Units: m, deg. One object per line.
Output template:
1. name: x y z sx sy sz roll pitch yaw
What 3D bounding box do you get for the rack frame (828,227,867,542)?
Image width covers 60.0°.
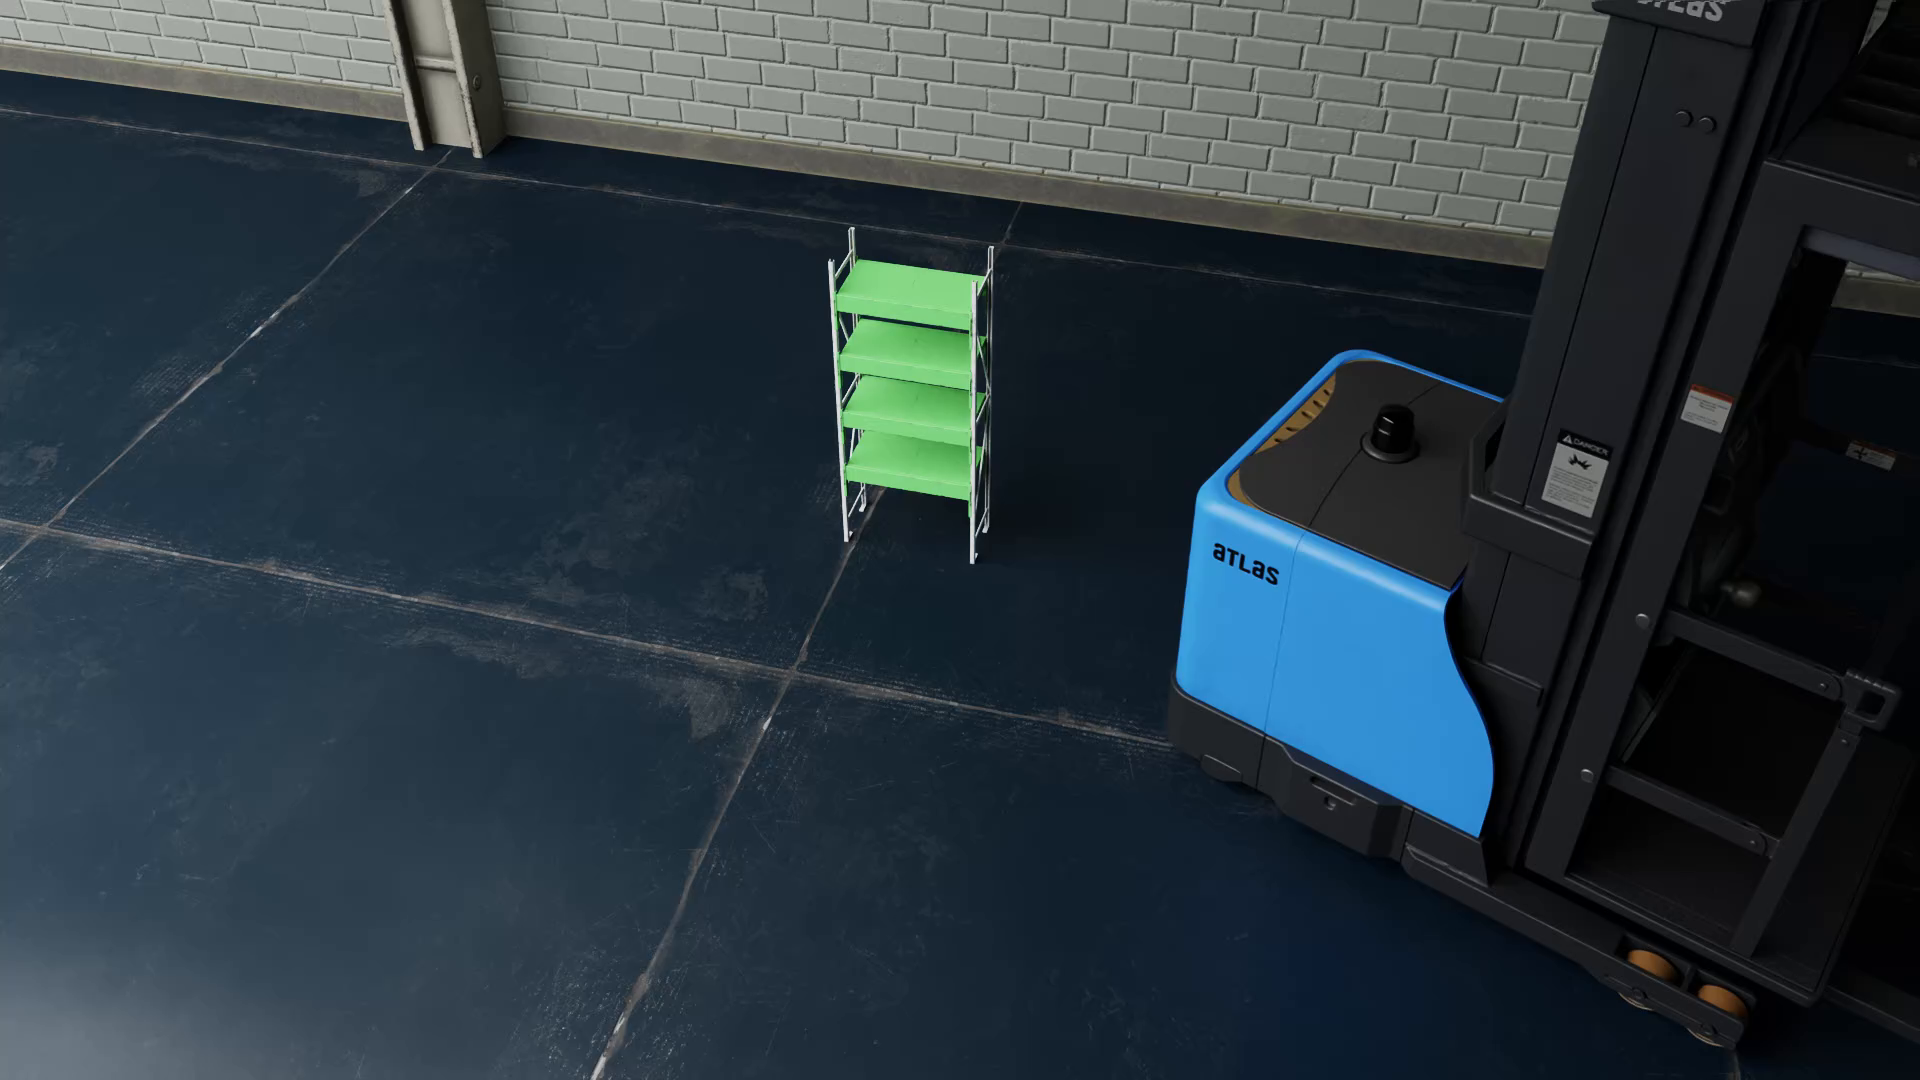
1. rack frame: -0.396 -0.528 5.945 0.015 1.200 0.240 10 41 11

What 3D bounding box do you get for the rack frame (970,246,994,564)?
1. rack frame: 0.076 -0.446 5.849 0.015 1.200 0.240 10 41 11

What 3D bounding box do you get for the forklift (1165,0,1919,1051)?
1. forklift: 2.150 -0.120 4.114 3.031 2.935 1.130 26 46 27

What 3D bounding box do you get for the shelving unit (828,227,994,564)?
1. shelving unit: -0.160 -0.487 5.897 0.503 1.200 0.258 10 41 11

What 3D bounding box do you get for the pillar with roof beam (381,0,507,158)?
1. pillar with roof beam: -3.732 -2.875 2.676 0.400 9.000 9.100 10 41 11

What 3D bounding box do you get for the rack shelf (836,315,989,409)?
1. rack shelf: -0.160 -0.622 5.784 0.480 0.148 0.258 10 41 11

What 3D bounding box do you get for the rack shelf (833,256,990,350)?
1. rack shelf: -0.160 -0.806 5.629 0.480 0.148 0.258 10 41 11

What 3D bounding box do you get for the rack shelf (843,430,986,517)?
1. rack shelf: -0.160 -0.254 6.092 0.480 0.148 0.258 10 41 11

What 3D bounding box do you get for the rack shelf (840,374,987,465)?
1. rack shelf: -0.160 -0.438 5.938 0.480 0.148 0.258 10 41 11
